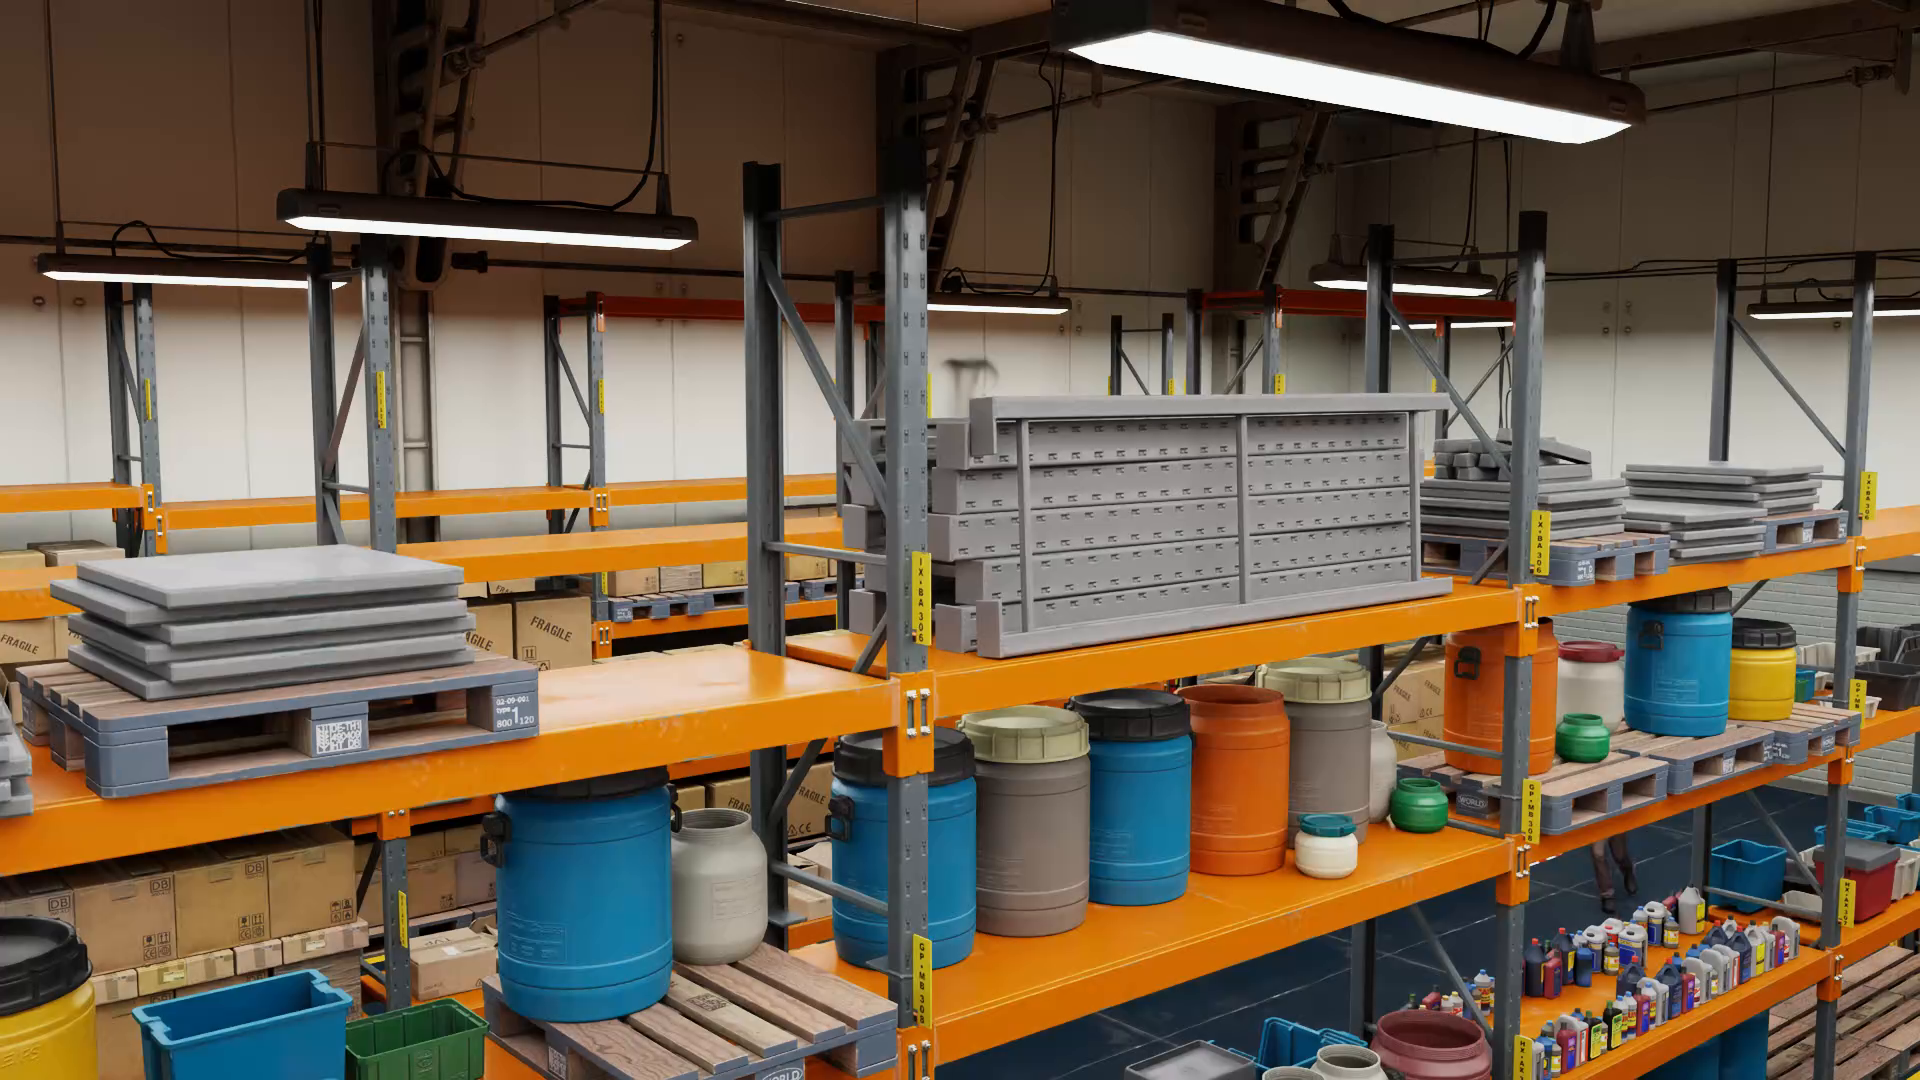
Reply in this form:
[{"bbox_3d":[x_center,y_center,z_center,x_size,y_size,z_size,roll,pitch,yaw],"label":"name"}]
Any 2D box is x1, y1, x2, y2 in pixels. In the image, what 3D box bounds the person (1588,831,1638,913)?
[{"bbox_3d":[6.307,2.735,16.452,0.738,1.701,0.858,3,6,28],"label":"person"}]
